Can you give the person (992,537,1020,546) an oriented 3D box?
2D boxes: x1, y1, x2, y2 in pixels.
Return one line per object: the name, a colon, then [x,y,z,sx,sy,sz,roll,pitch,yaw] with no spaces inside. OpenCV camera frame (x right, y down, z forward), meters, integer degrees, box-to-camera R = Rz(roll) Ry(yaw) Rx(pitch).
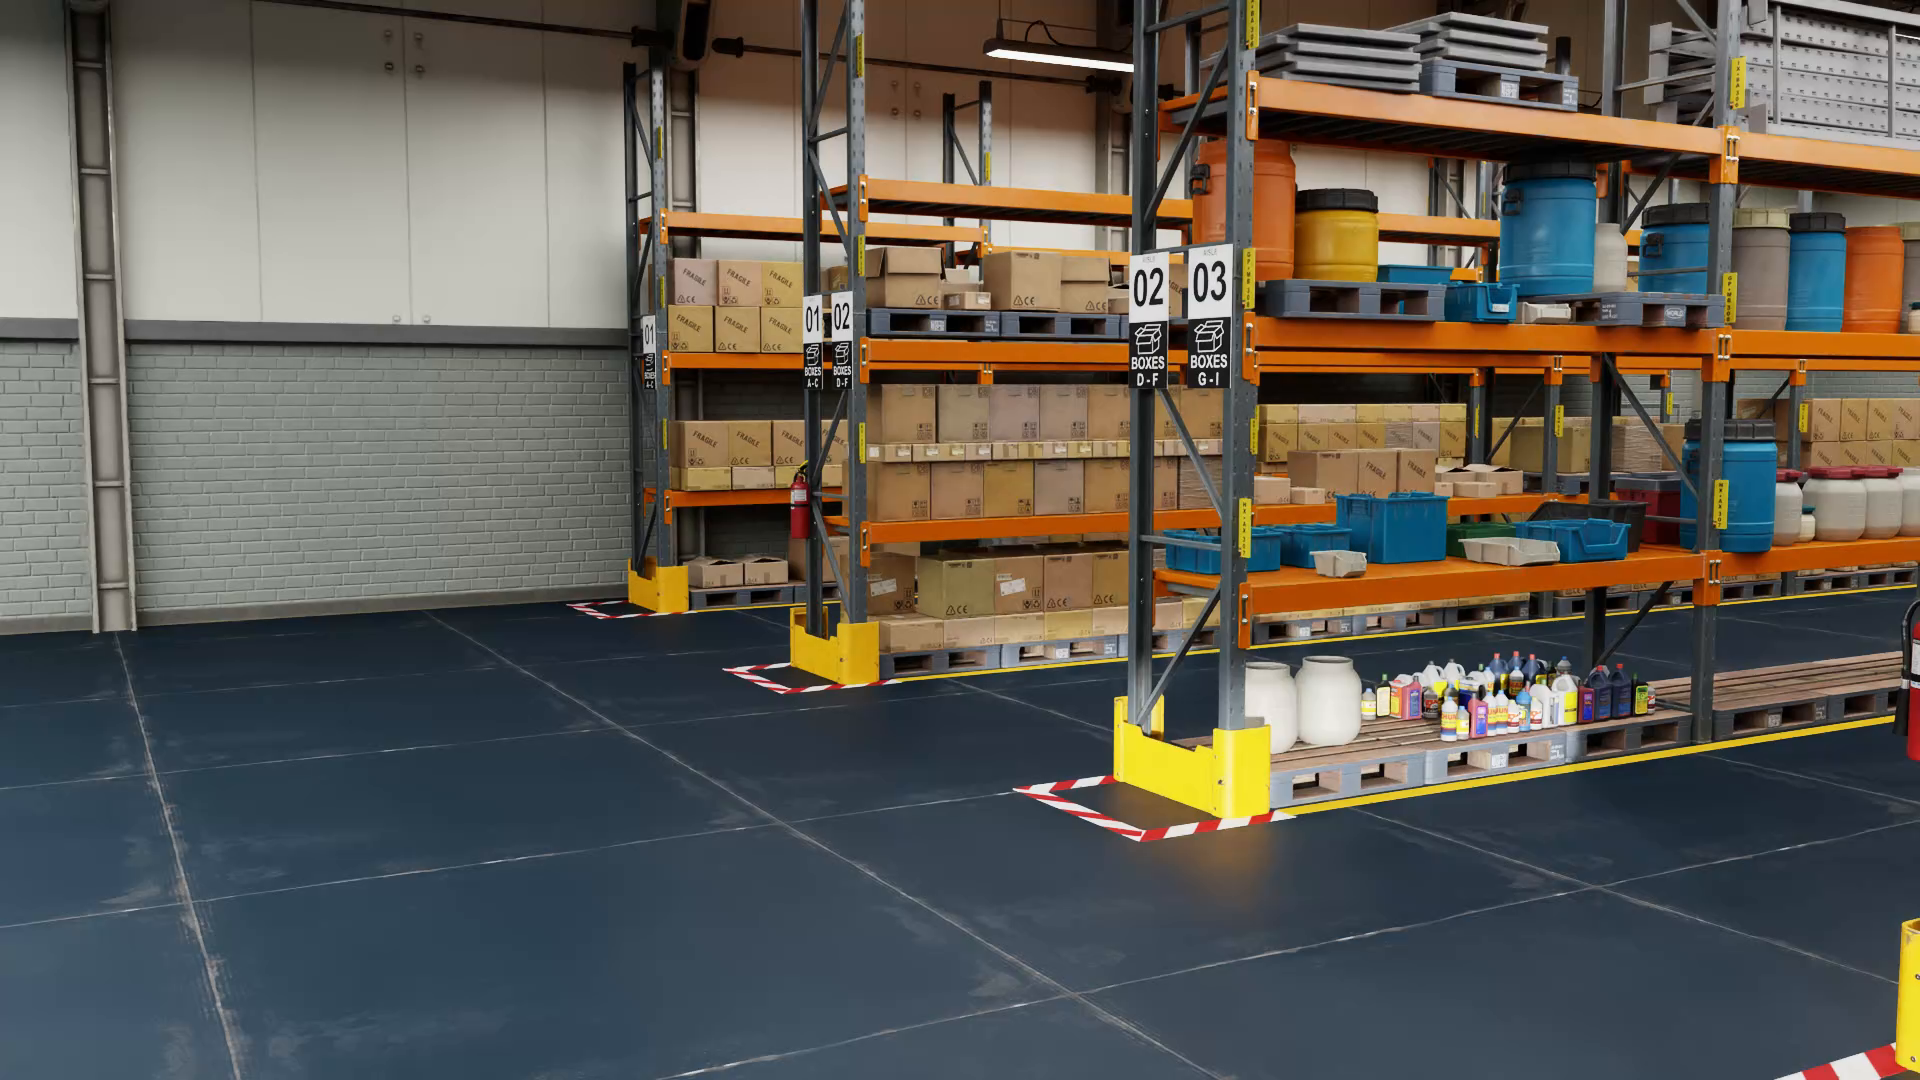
person: [0.508,-0.096,18.556,0.338,1.693,0.437,-3,6,-27]
